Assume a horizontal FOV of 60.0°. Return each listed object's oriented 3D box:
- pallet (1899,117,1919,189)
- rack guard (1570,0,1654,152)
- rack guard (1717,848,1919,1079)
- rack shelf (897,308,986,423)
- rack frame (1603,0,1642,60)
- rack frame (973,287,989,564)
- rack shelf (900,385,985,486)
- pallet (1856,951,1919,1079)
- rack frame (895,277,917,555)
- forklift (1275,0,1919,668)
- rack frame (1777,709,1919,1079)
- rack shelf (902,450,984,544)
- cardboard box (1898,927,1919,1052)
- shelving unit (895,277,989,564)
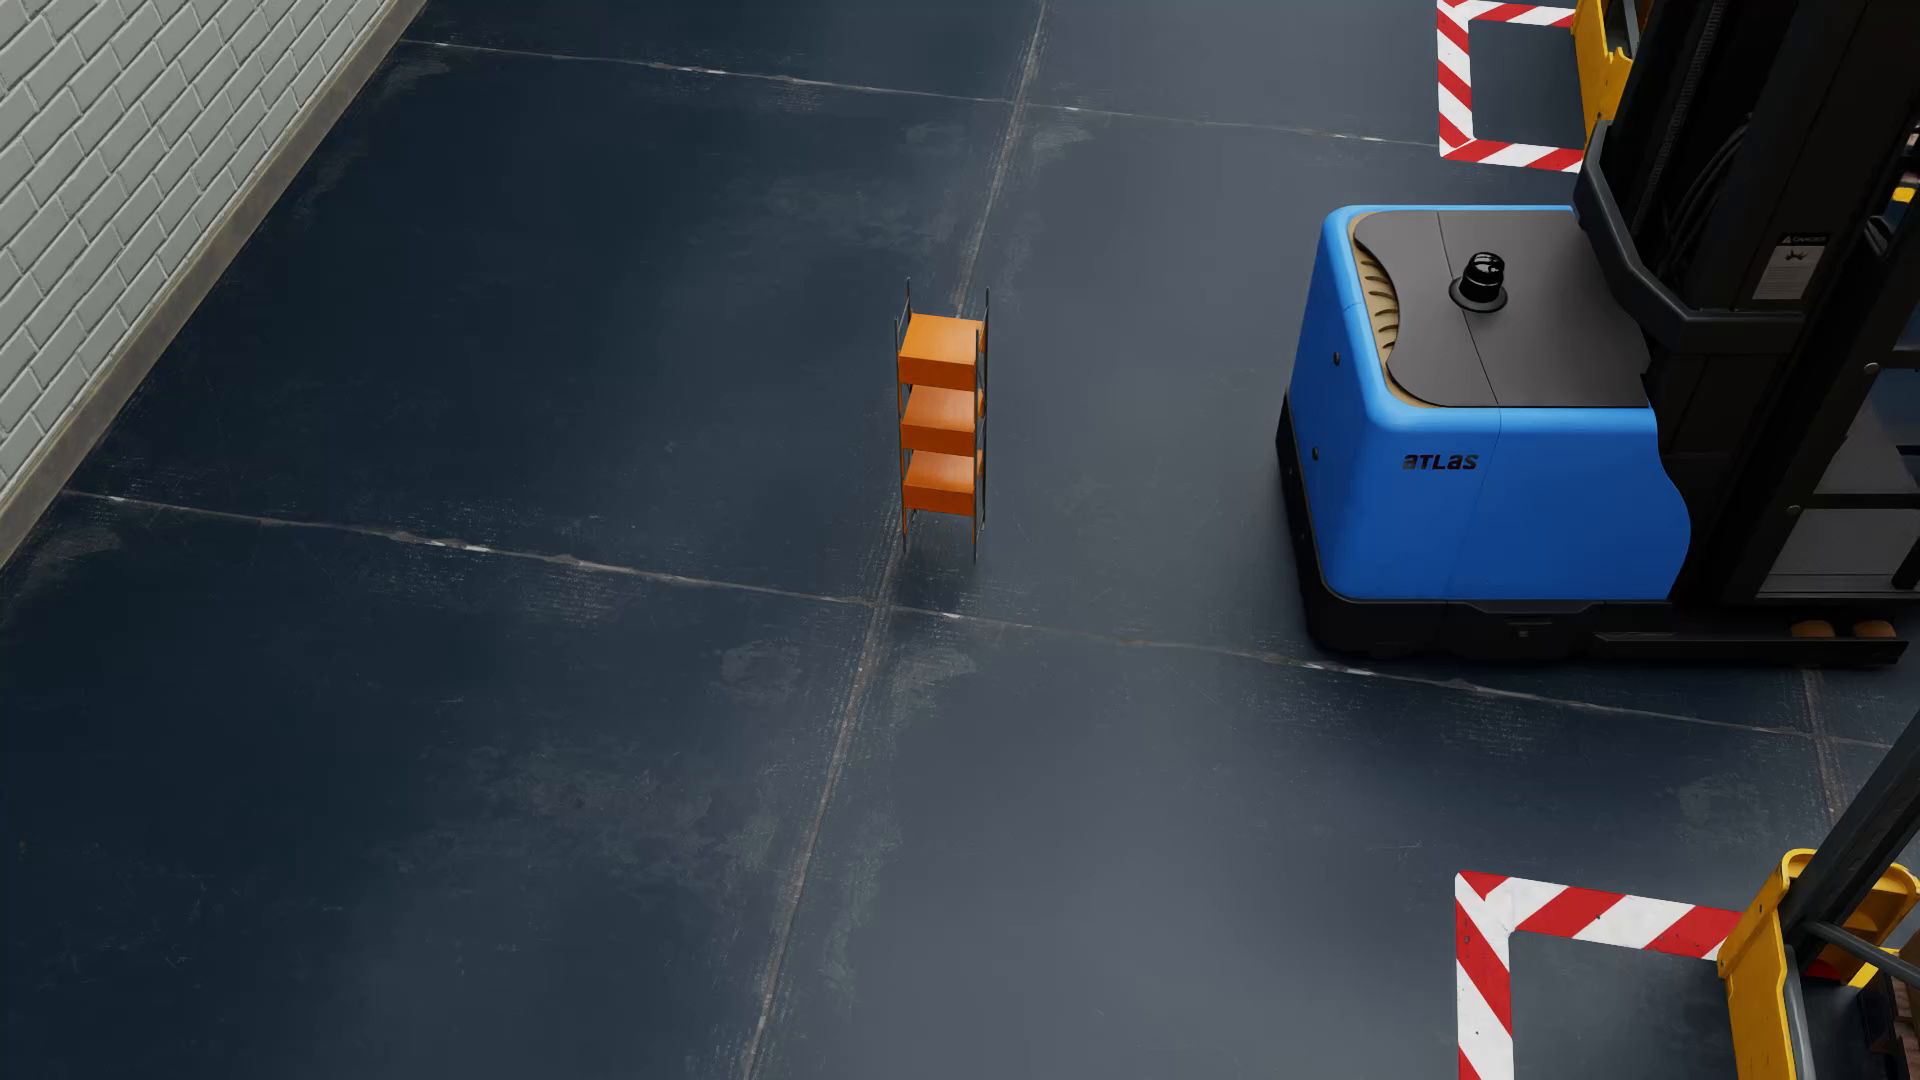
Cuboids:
[{"bbox_3d":[3.825,-1.984,7.390,1.213,0.211,1.003,8,49,7],"label":"pallet"},{"bbox_3d":[2.995,-2.211,7.401,0.348,0.500,1.175,8,49,7],"label":"rack guard"},{"bbox_3d":[2.211,1.418,4.140,0.348,0.500,1.175,8,49,7],"label":"rack guard"},{"bbox_3d":[-0.053,-0.541,5.163,0.240,0.259,0.215,8,49,7],"label":"rack shelf"},{"bbox_3d":[3.021,-3.053,6.477,0.127,3.000,1.000,8,49,7],"label":"rack frame"},{"bbox_3d":[0.067,-0.342,5.351,0.008,1.050,0.200,8,49,7],"label":"rack frame"},{"bbox_3d":[-0.053,-0.351,5.374,0.240,0.259,0.215,8,49,7],"label":"rack shelf"},{"bbox_3d":[2.996,1.619,4.154,1.213,0.211,1.003,8,49,7],"label":"pallet"},{"bbox_3d":[-0.173,-0.374,5.380,0.008,1.050,0.200,8,49,7],"label":"rack frame"},{"bbox_3d":[2.647,-0.966,4.648,3.031,2.935,1.130,0,48,0],"label":"forklift"},{"bbox_3d":[2.136,0.572,3.219,0.127,3.000,1.000,8,49,7],"label":"rack frame"},{"bbox_3d":[-0.053,-0.165,5.580,0.240,0.259,0.215,8,49,7],"label":"rack shelf"},{"bbox_3d":[2.715,1.152,4.083,0.500,0.500,0.500,8,49,7],"label":"cardboard box"},{"bbox_3d":[-0.053,-0.358,5.366,0.252,1.050,0.215,8,49,7],"label":"shelving unit"}]
